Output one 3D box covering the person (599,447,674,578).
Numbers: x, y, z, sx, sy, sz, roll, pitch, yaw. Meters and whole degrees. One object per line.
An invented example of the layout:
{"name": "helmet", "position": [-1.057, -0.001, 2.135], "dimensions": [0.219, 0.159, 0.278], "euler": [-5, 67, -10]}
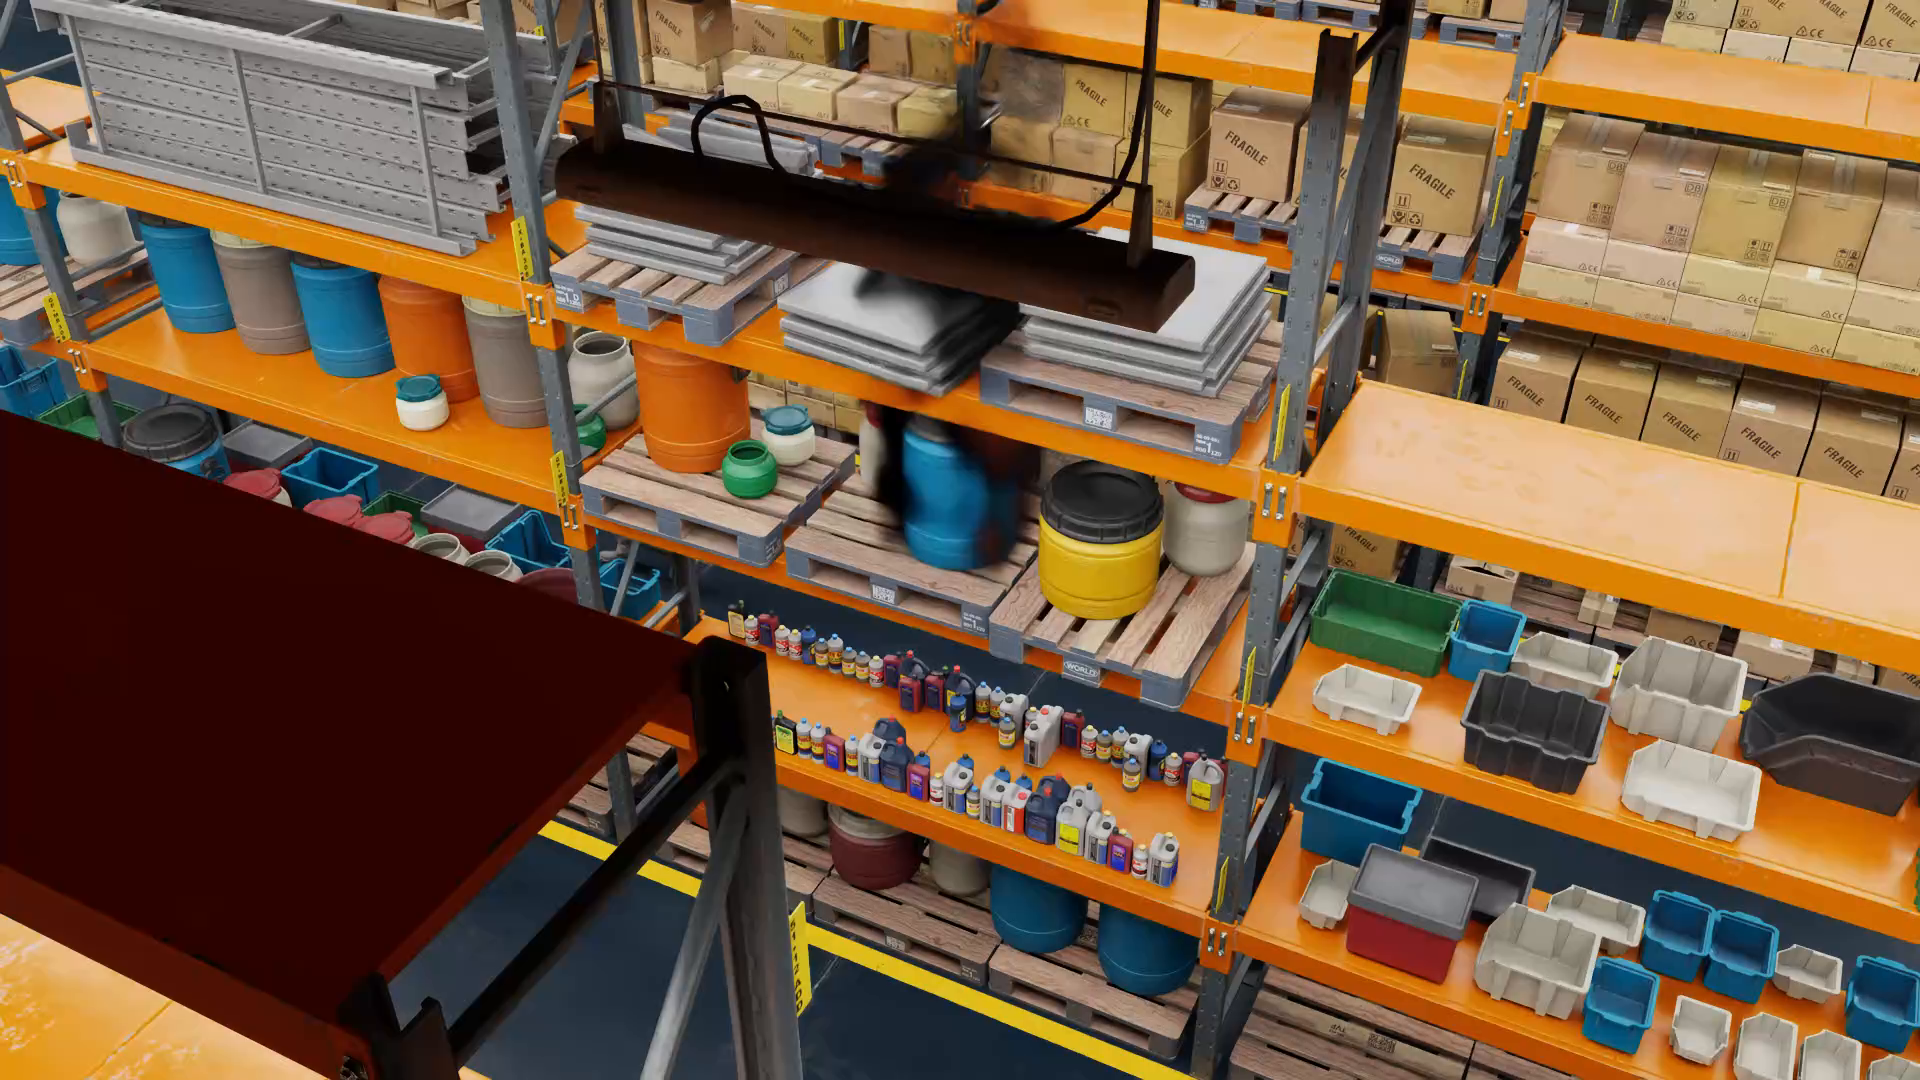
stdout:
{"name": "person", "position": [-2.527, -0.477, 13.010], "dimensions": [0.920, 1.753, 0.674], "euler": [10, 36, 13]}
